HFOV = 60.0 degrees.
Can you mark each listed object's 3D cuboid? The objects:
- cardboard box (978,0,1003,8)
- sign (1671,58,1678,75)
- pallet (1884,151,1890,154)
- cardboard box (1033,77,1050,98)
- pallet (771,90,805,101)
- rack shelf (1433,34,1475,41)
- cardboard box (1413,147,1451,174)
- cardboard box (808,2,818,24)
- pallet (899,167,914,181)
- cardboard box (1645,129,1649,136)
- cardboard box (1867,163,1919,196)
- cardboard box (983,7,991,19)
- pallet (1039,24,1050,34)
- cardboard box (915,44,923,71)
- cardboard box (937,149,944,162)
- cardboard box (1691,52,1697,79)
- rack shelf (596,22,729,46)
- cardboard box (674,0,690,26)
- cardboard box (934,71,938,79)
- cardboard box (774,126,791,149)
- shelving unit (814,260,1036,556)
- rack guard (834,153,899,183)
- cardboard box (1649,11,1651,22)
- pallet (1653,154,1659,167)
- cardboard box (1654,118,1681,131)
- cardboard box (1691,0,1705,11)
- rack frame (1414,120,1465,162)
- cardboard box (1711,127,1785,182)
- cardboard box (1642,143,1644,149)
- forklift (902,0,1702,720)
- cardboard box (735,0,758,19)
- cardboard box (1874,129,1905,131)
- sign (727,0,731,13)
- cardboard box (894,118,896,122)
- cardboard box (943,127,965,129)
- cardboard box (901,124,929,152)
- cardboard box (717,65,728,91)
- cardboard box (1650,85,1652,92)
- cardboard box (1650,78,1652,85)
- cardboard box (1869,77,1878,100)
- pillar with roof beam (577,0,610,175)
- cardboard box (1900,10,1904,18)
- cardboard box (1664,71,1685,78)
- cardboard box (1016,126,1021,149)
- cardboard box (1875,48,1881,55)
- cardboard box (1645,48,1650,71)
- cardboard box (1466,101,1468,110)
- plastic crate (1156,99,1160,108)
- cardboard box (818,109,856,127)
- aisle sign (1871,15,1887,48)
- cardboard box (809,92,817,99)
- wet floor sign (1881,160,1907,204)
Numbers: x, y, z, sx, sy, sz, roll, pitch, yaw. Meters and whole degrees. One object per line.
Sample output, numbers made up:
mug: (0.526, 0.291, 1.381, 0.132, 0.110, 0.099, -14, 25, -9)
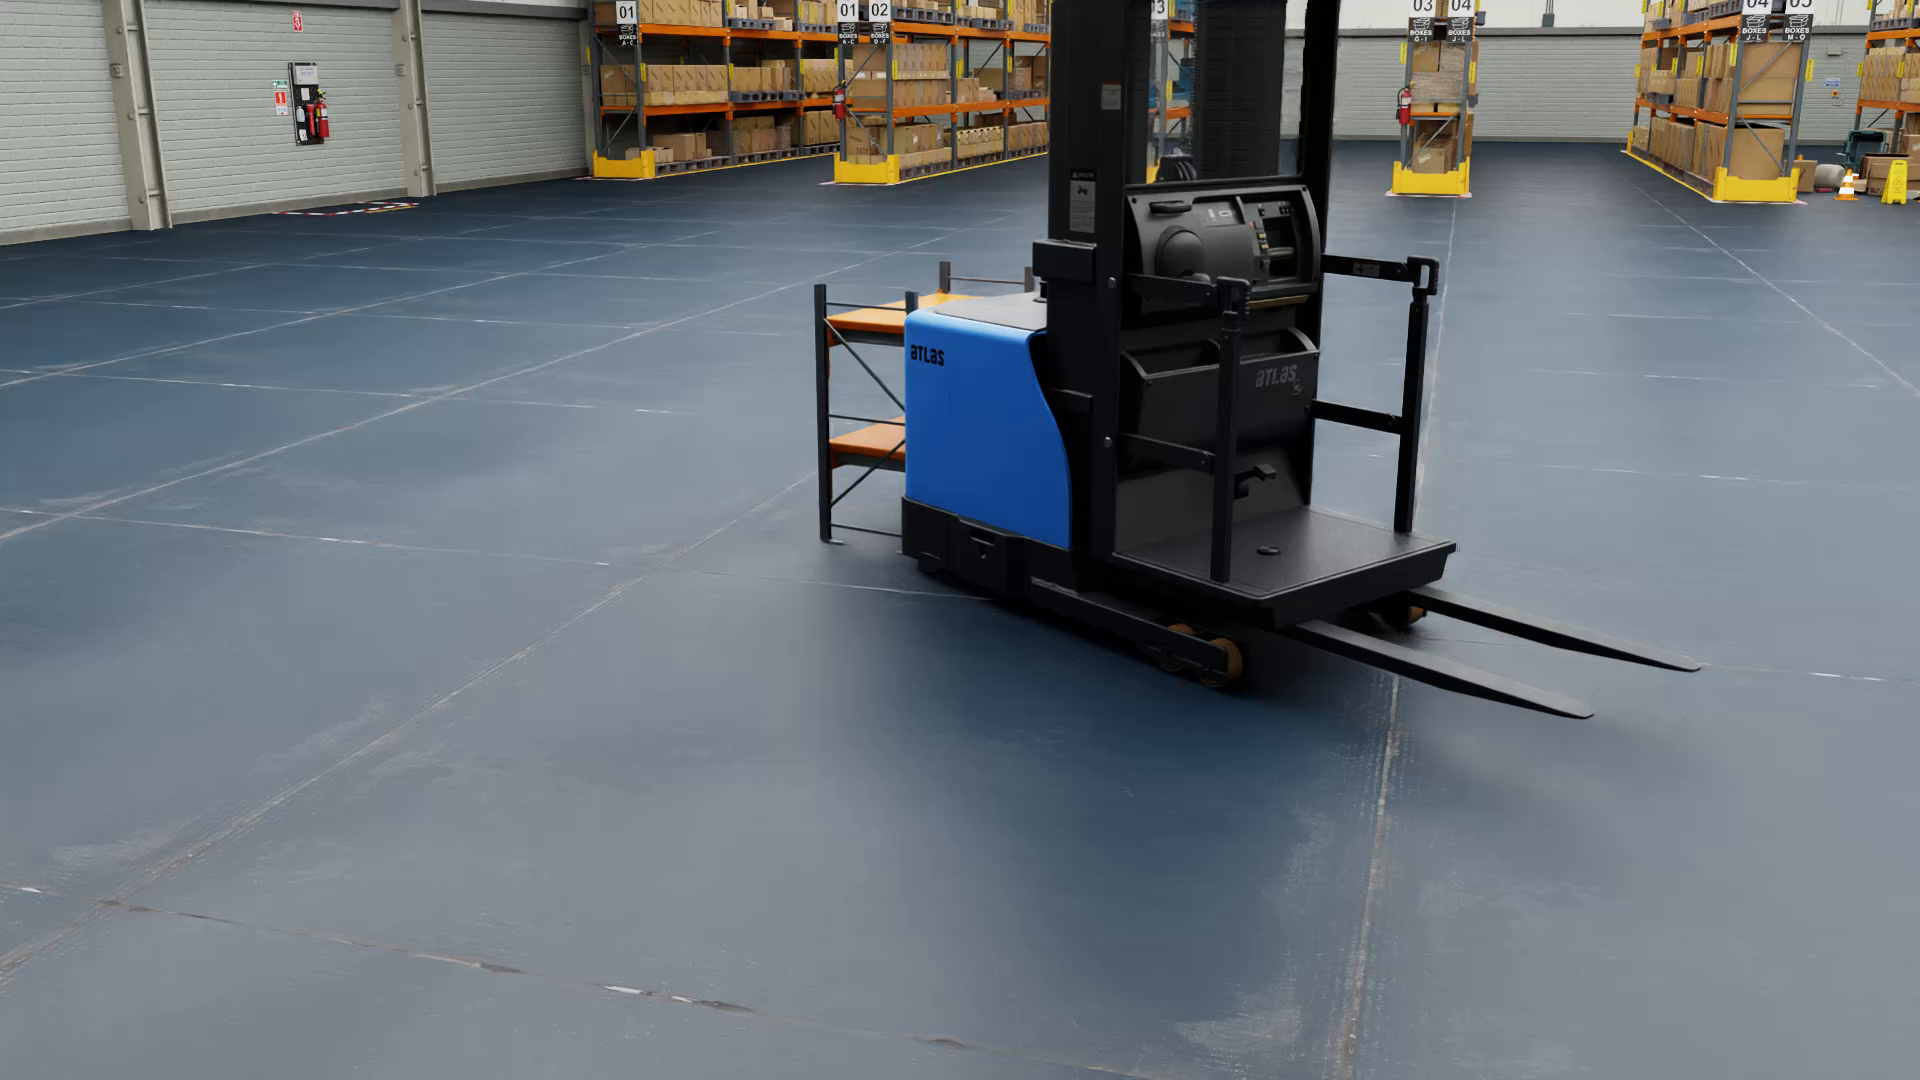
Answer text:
cardboard box: (0.706, -12.170, 37.227, 0.500, 0.500, 0.500, 5, 16, 16)
sign: (14.277, -9.463, 33.217, 0.100, 0.325, 0.005, 5, 16, 16)
pallet: (21.002, -8.445, 36.715, 1.003, 0.211, 1.213, 5, 16, 16)
cardboard box: (2.119, -11.291, 41.457, 0.500, 0.500, 0.500, 5, 17, 17)
pallet: (-4.275, -10.181, 38.076, 1.213, 0.211, 1.003, 5, 16, 16)
rack shelf: (10.641, -10.935, 36.208, 1.077, 0.370, 4.000, 5, 16, 16)
cardboard box: (7.993, -6.384, 28.150, 0.500, 0.500, 0.500, 8, 18, 26)
cardboard box: (-3.822, -12.588, 39.727, 0.700, 0.500, 0.500, 6, 17, 19)
pallet: (-1.520, -6.853, 31.104, 1.003, 0.211, 1.213, 5, 16, 16)
cardboard box: (15.887, -9.316, 38.042, 0.380, 0.149, 0.250, 4, 16, 15)
cardboard box: (15.373, -5.909, 27.238, 0.797, 0.503, 0.637, -7, 17, -23)
cardboard box: (0.370, -11.396, 36.017, 0.500, 0.250, 0.500, 5, 17, 17)
pallet: (1.460, -12.318, 40.109, 1.213, 0.211, 1.003, 5, 16, 16)
cardboard box: (-1.108, -9.200, 31.706, 0.700, 0.500, 0.500, 5, 16, 16)
cardboard box: (-0.634, -7.649, 33.068, 0.500, 0.250, 0.500, 5, 16, 16)
cardboard box: (14.377, -9.050, 31.723, 0.700, 0.500, 0.500, 4, 16, 15)
rack shelf: (-5.879, -9.995, 32.891, 1.077, 0.370, 4.000, 5, 16, 16)
cardboard box: (-5.651, -10.359, 32.638, 0.500, 0.500, 0.500, 6, 17, 19)
cardboard box: (-0.650, -9.108, 32.572, 0.380, 0.149, 0.250, 5, 16, 16)
cardboard box: (-4.329, -9.284, 38.339, 0.700, 0.500, 0.500, 5, 17, 17)
shelving unit: (-0.134, -0.626, 7.475, 0.538, 1.125, 1.048, 9, 18, 29)
rack guard: (-1.704, -6.783, 30.326, 1.175, 0.500, 0.348, 5, 16, 16)
cardboard box: (16.397, -12.246, 38.868, 0.500, 0.250, 0.500, 5, 17, 17)
pallet: (15.372, -8.085, 35.447, 1.003, 0.211, 1.213, 5, 16, 16)
cardboard box: (15.324, -8.998, 35.995, 0.500, 0.250, 0.500, 5, 17, 17)
cardboard box: (14.241, -10.222, 31.695, 0.500, 0.250, 0.500, 5, 17, 17)
rack frame: (10.073, -9.315, 34.674, 1.000, 3.000, 0.127, 5, 16, 16)
cardboard box: (12.656, -6.173, 26.722, 0.875, 0.875, 0.875, 5, 17, 16)
cardboard box: (15.889, -9.046, 38.179, 0.380, 0.149, 0.250, 4, 16, 14)
forklift: (1.079, -1.067, 5.721, 1.130, 2.935, 3.031, -13, 20, -37)
cardboard box: (-4.728, -11.574, 36.187, 0.500, 0.500, 0.500, 4, 16, 14)
cardboard box: (21.504, -9.189, 38.153, 0.875, 0.438, 0.875, 5, 17, 17)
sign: (-4.789, -11.073, 34.426, 0.100, 0.325, 0.005, 5, 16, 16)
cardboard box: (-2.146, -11.238, 45.265, 0.700, 0.500, 0.500, 5, 16, 16)
cardboard box: (-0.142, -8.848, 36.268, 0.500, 0.311, 0.500, 4, 16, 14)
cardboard box: (-0.903, -7.747, 32.039, 0.500, 0.500, 0.500, 5, 16, 16)
cardboard box: (-5.149, -9.572, 34.442, 0.500, 0.500, 0.500, 5, 16, 16)
cardboard box: (15.236, -9.826, 36.167, 0.380, 0.149, 0.250, 5, 17, 16)
cardboard box: (15.312, -10.040, 36.373, 0.380, 0.149, 0.250, 4, 16, 15)
cardboard box: (21.157, -10.318, 38.027, 0.500, 0.500, 0.500, 5, 16, 16)
pillar with roof beam: (-2.951, -11.177, 30.244, 9.100, 9.000, 0.400, 5, 16, 16)
cardboard box: (20.661, -11.427, 36.129, 0.380, 0.149, 0.250, 5, 17, 17)
cardboard box: (14.500, -9.435, 33.698, 0.380, 0.149, 0.250, 4, 16, 14)
cardboard box: (1.123, -9.328, 38.493, 0.500, 0.500, 0.500, 4, 16, 14)
cardboard box: (21.234, -11.206, 38.136, 0.380, 0.149, 0.250, 4, 16, 14)
cardboard box: (16.243, -11.172, 38.660, 0.500, 0.500, 0.500, 4, 16, 14)
cardboard box: (8.628, -7.542, 28.884, 0.380, 0.149, 0.250, 5, 16, 16)
plastic crate: (3.531, -8.218, 31.193, 0.450, 0.188, 0.662, 5, 16, 16)
cardboard box: (-3.098, -10.502, 42.027, 0.750, 0.750, 0.750, 5, 17, 17)
aisle sign: (21.590, -11.932, 39.135, 0.394, 0.787, 0.004, 5, 16, 16)
cardboard box: (-3.622, -10.553, 39.461, 0.380, 0.149, 0.250, 5, 17, 18)
wet floor sign: (14.417, -5.517, 25.599, 0.267, 0.644, 0.232, 2, 16, 6)
